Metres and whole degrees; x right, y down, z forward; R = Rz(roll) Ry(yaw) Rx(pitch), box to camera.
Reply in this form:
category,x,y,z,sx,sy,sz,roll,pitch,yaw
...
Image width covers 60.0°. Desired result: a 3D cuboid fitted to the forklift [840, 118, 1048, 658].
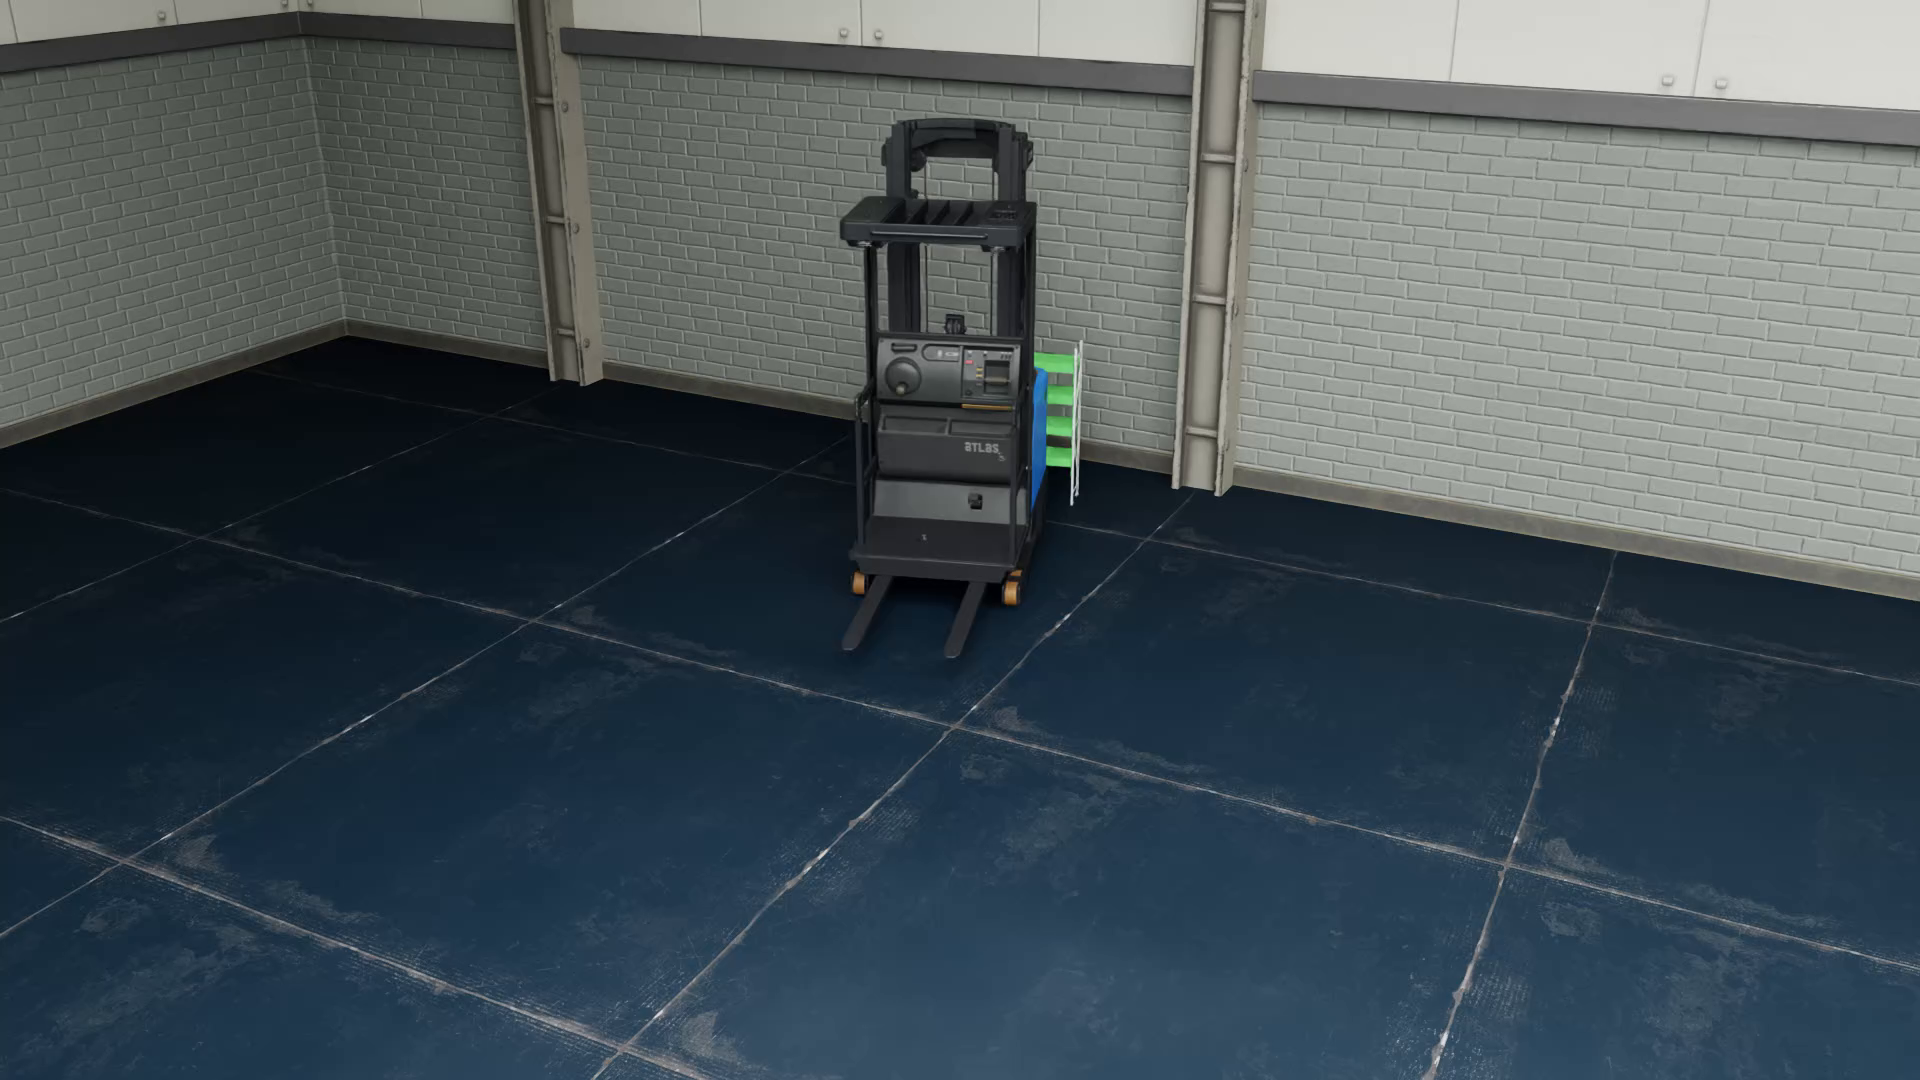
category,x,y,z,sx,sy,sz,roll,pitch,yaw
forklift,-0.108,-1.071,10.524,1.130,2.935,3.031,4,23,9

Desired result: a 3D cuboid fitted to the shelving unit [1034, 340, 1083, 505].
category,x,y,z,sx,sy,sz,roll,pitch,yaw
shelving unit,0.620,-0.882,12.290,0.503,1.200,0.258,5,24,13

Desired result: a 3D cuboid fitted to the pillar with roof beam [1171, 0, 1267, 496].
category,x,y,z,sx,sy,sz,roll,pitch,yaw
pillar with roof beam,-0.087,-3.053,7.431,0.400,9.000,9.100,11,25,25

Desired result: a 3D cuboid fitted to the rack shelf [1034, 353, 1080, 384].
category,x,y,z,sx,sy,sz,roll,pitch,yaw
rack shelf,0.621,-1.265,12.128,0.480,0.148,0.258,5,24,13

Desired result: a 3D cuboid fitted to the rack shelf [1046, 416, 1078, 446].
category,x,y,z,sx,sy,sz,roll,pitch,yaw
rack shelf,0.620,-0.823,12.315,0.480,0.148,0.258,5,24,13

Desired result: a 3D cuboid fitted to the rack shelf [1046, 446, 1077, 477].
category,x,y,z,sx,sy,sz,roll,pitch,yaw
rack shelf,0.620,-0.602,12.408,0.480,0.148,0.258,5,24,13

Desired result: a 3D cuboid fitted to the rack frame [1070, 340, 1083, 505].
category,x,y,z,sx,sy,sz,roll,pitch,yaw
rack frame,0.857,-0.860,12.237,0.015,1.200,0.240,5,24,13

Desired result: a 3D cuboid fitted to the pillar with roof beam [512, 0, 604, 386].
category,x,y,z,sx,sy,sz,roll,pitch,yaw
pillar with roof beam,-5.441,-4.113,9.923,0.400,9.000,9.100,11,25,25

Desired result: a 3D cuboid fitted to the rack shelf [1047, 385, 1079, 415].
category,x,y,z,sx,sy,sz,roll,pitch,yaw
rack shelf,0.620,-1.044,12.221,0.480,0.148,0.258,5,24,13
